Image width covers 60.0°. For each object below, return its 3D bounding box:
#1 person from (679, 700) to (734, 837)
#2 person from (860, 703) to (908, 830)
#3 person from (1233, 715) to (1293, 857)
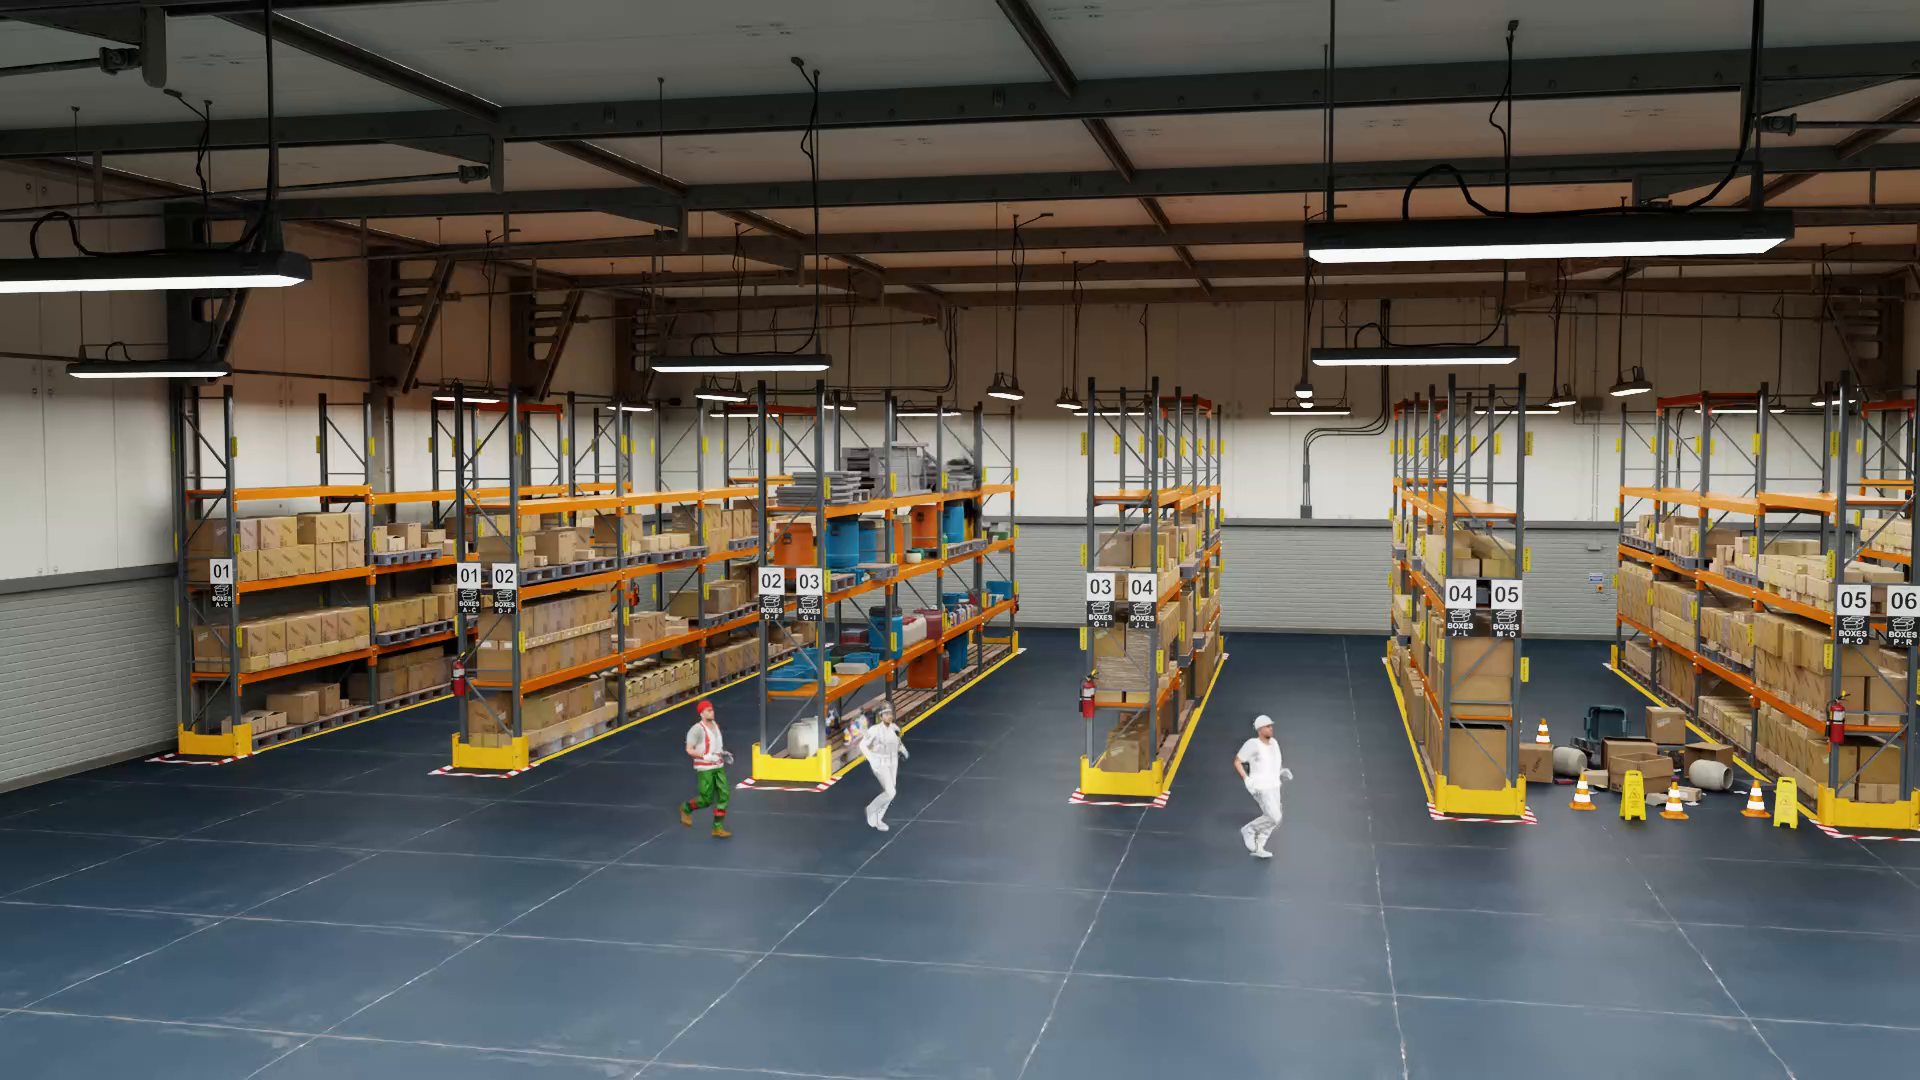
[{"bbox_3d":[-3.259,2.930,21.419,0.761,1.745,0.663,2,4,32],"label":"person"},{"bbox_3d":[-0.929,2.954,21.682,0.598,1.666,0.542,-3,4,-43],"label":"person"},{"bbox_3d":[3.730,3.001,20.154,0.585,1.738,0.678,3,5,45],"label":"person"}]
